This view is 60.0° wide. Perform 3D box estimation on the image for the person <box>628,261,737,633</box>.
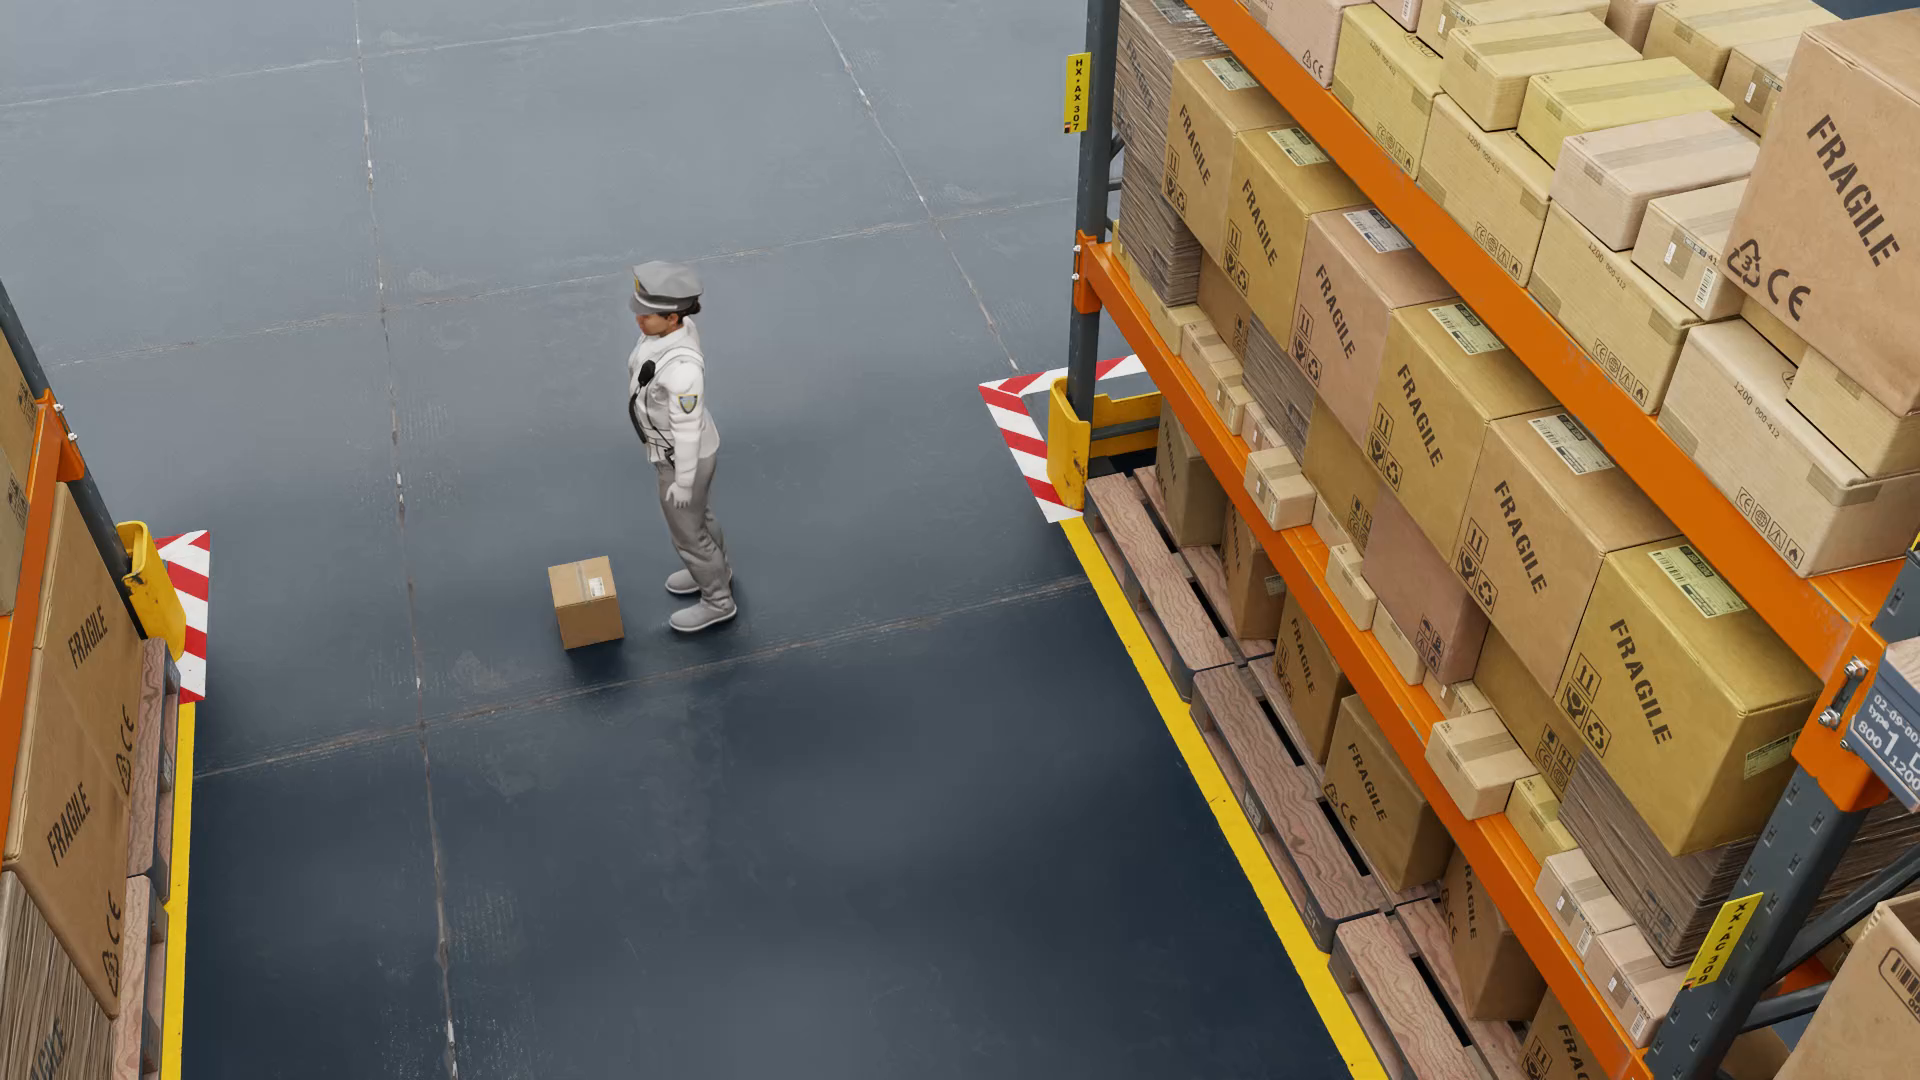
[{"bbox_3d":[-1.102,-0.346,6.529,0.340,1.681,0.466,-11,44,-12],"label":"person"}]
